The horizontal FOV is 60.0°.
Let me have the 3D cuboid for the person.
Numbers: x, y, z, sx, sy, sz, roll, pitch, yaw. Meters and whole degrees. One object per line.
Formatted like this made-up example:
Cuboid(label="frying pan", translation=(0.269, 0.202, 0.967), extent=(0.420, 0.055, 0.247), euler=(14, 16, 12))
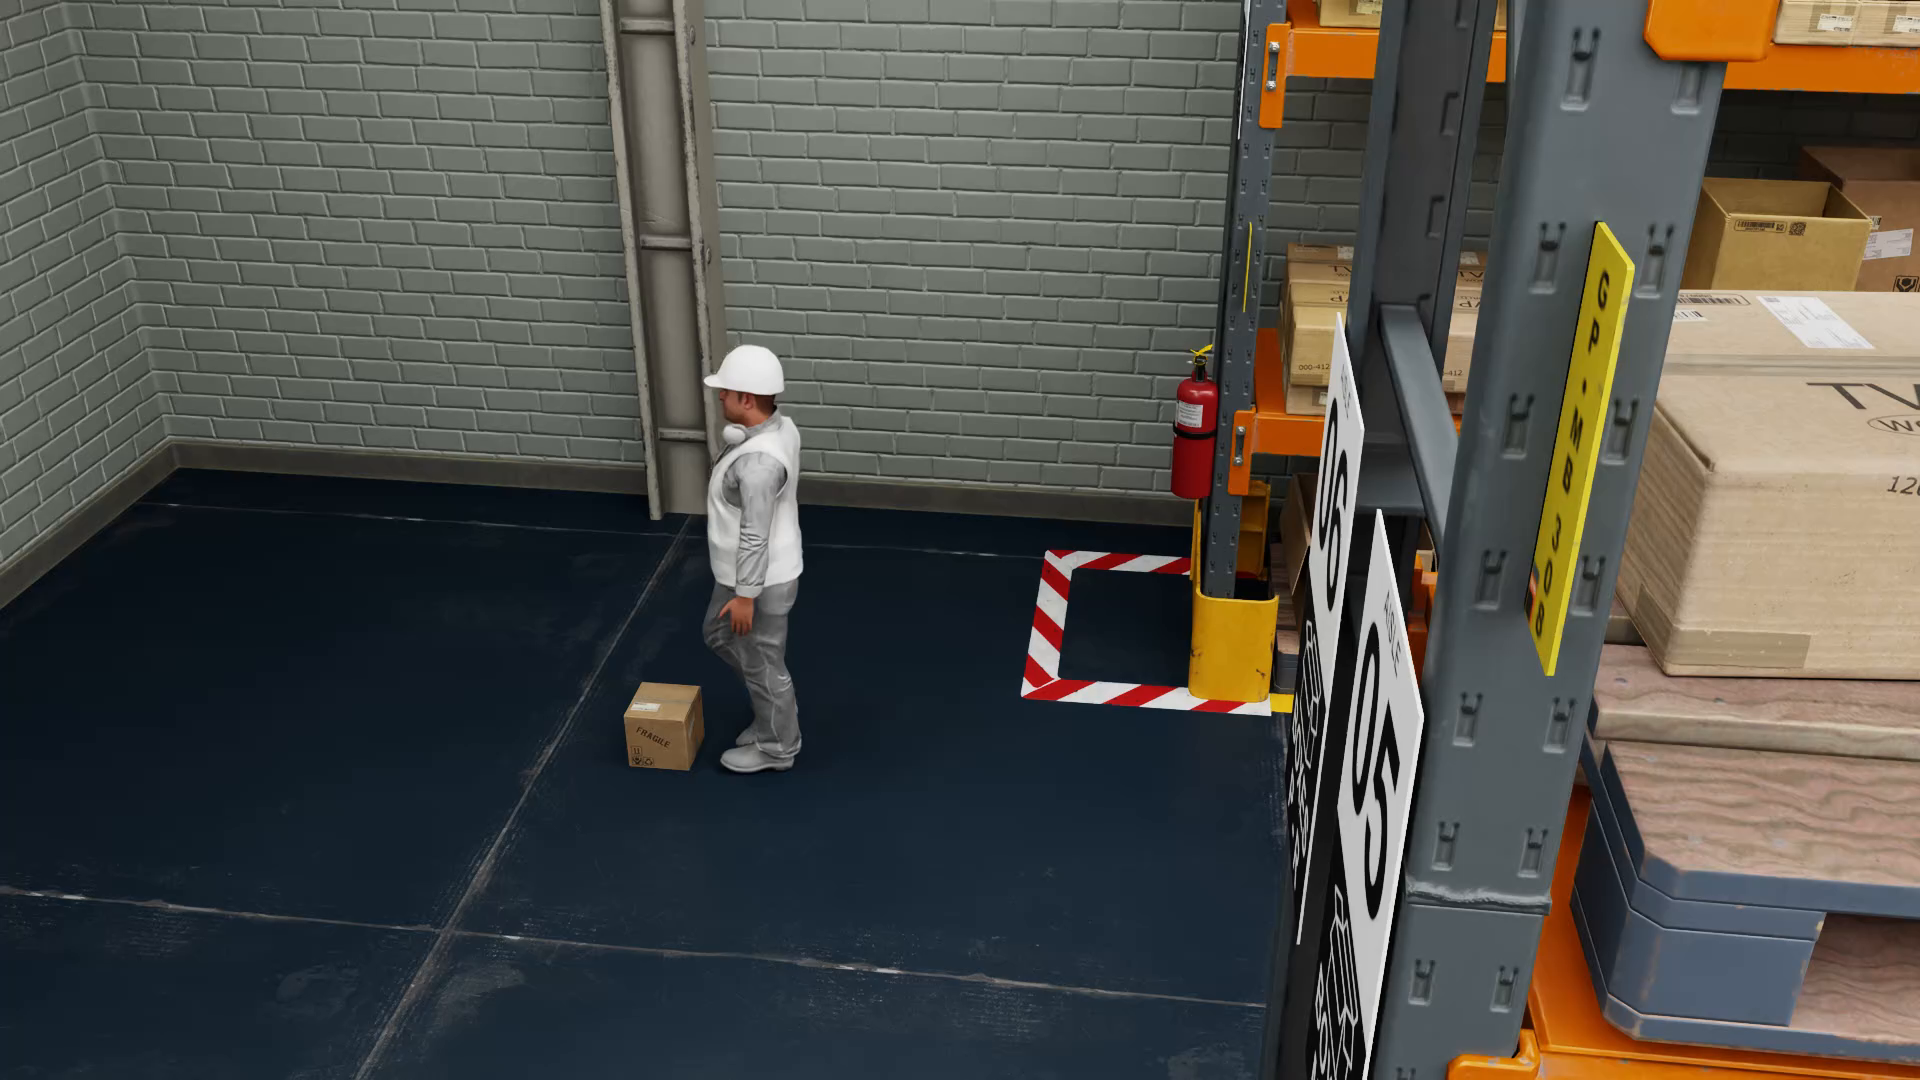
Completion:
Cuboid(label="person", translation=(-0.809, 0.123, 6.377), extent=(0.431, 1.800, 0.577), euler=(-2, 28, -3))
